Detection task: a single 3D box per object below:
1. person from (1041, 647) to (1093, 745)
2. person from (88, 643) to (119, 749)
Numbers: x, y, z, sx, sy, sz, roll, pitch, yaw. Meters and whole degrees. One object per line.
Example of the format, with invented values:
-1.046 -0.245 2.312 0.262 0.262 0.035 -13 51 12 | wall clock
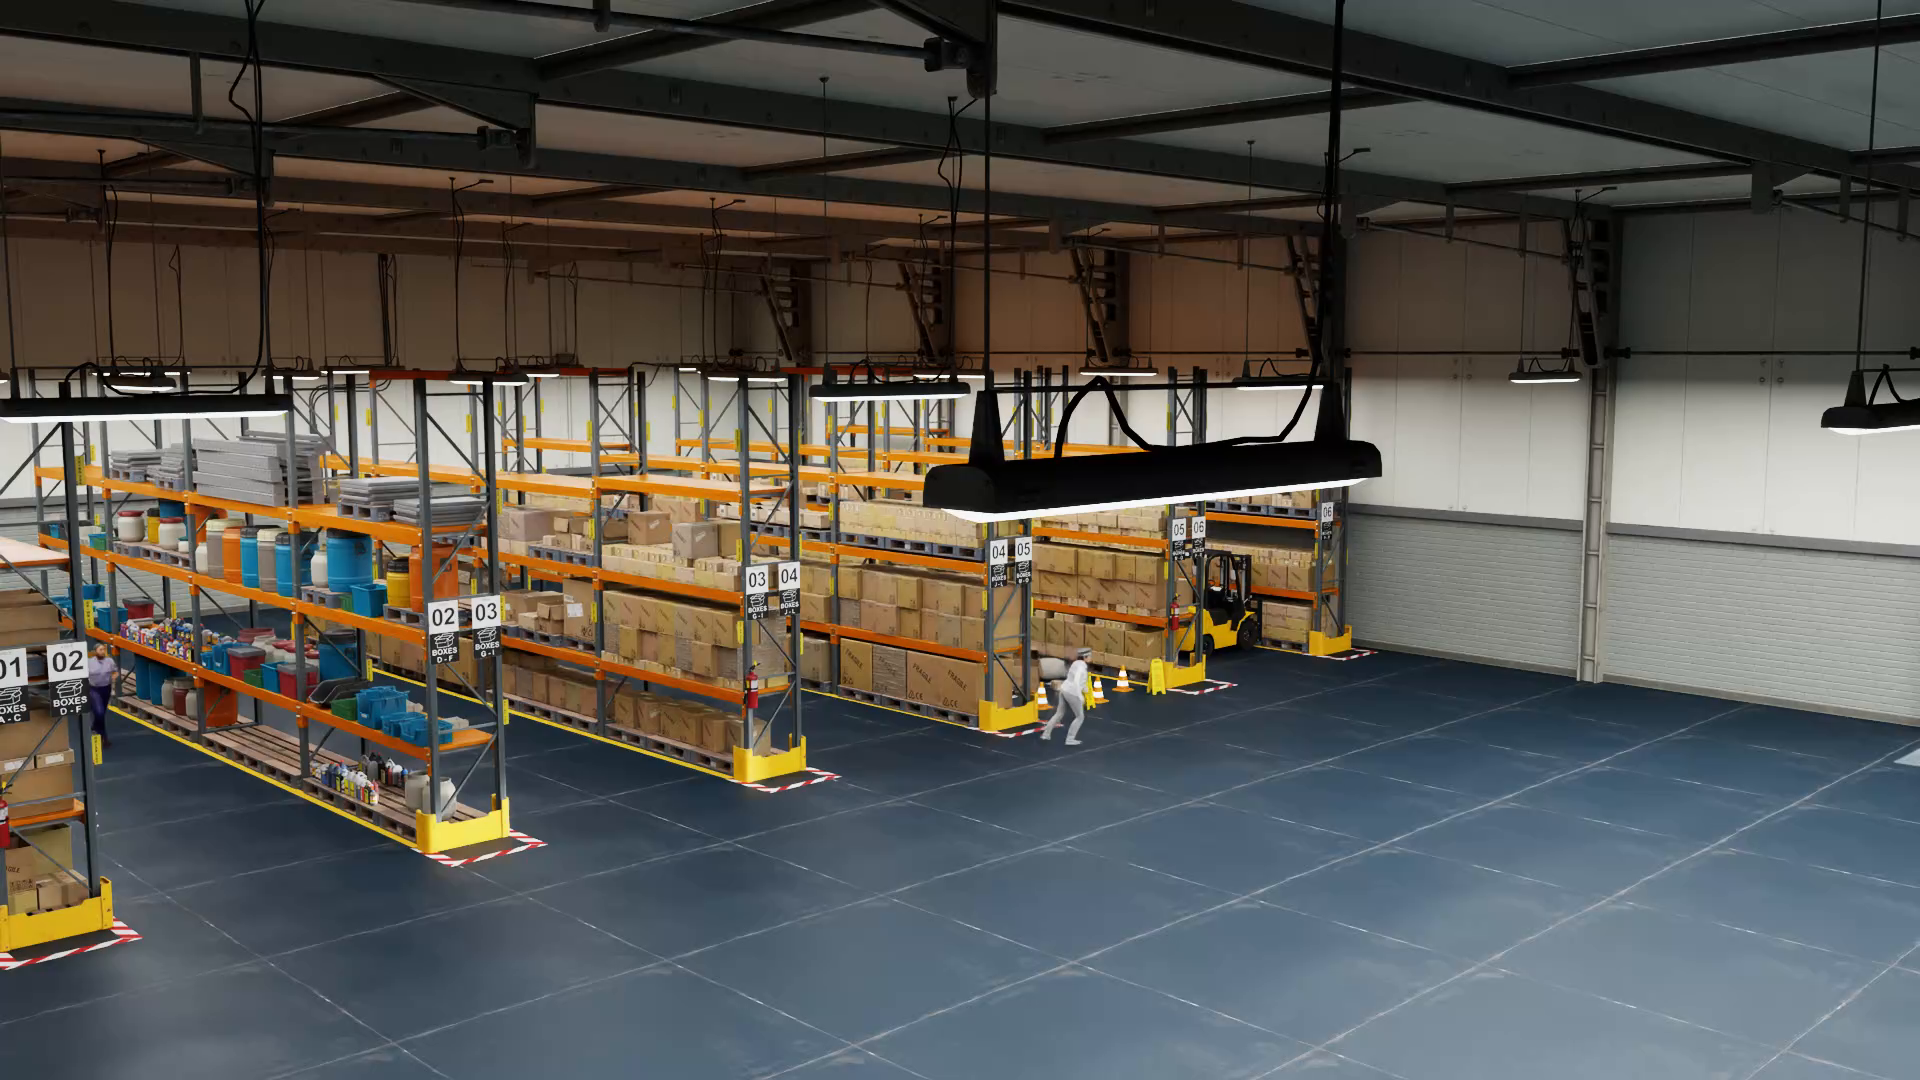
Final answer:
1.750 2.521 26.864 0.828 1.595 0.627 -3 7 -22 | person
-13.955 2.495 26.872 0.863 1.697 0.643 5 8 37 | person
